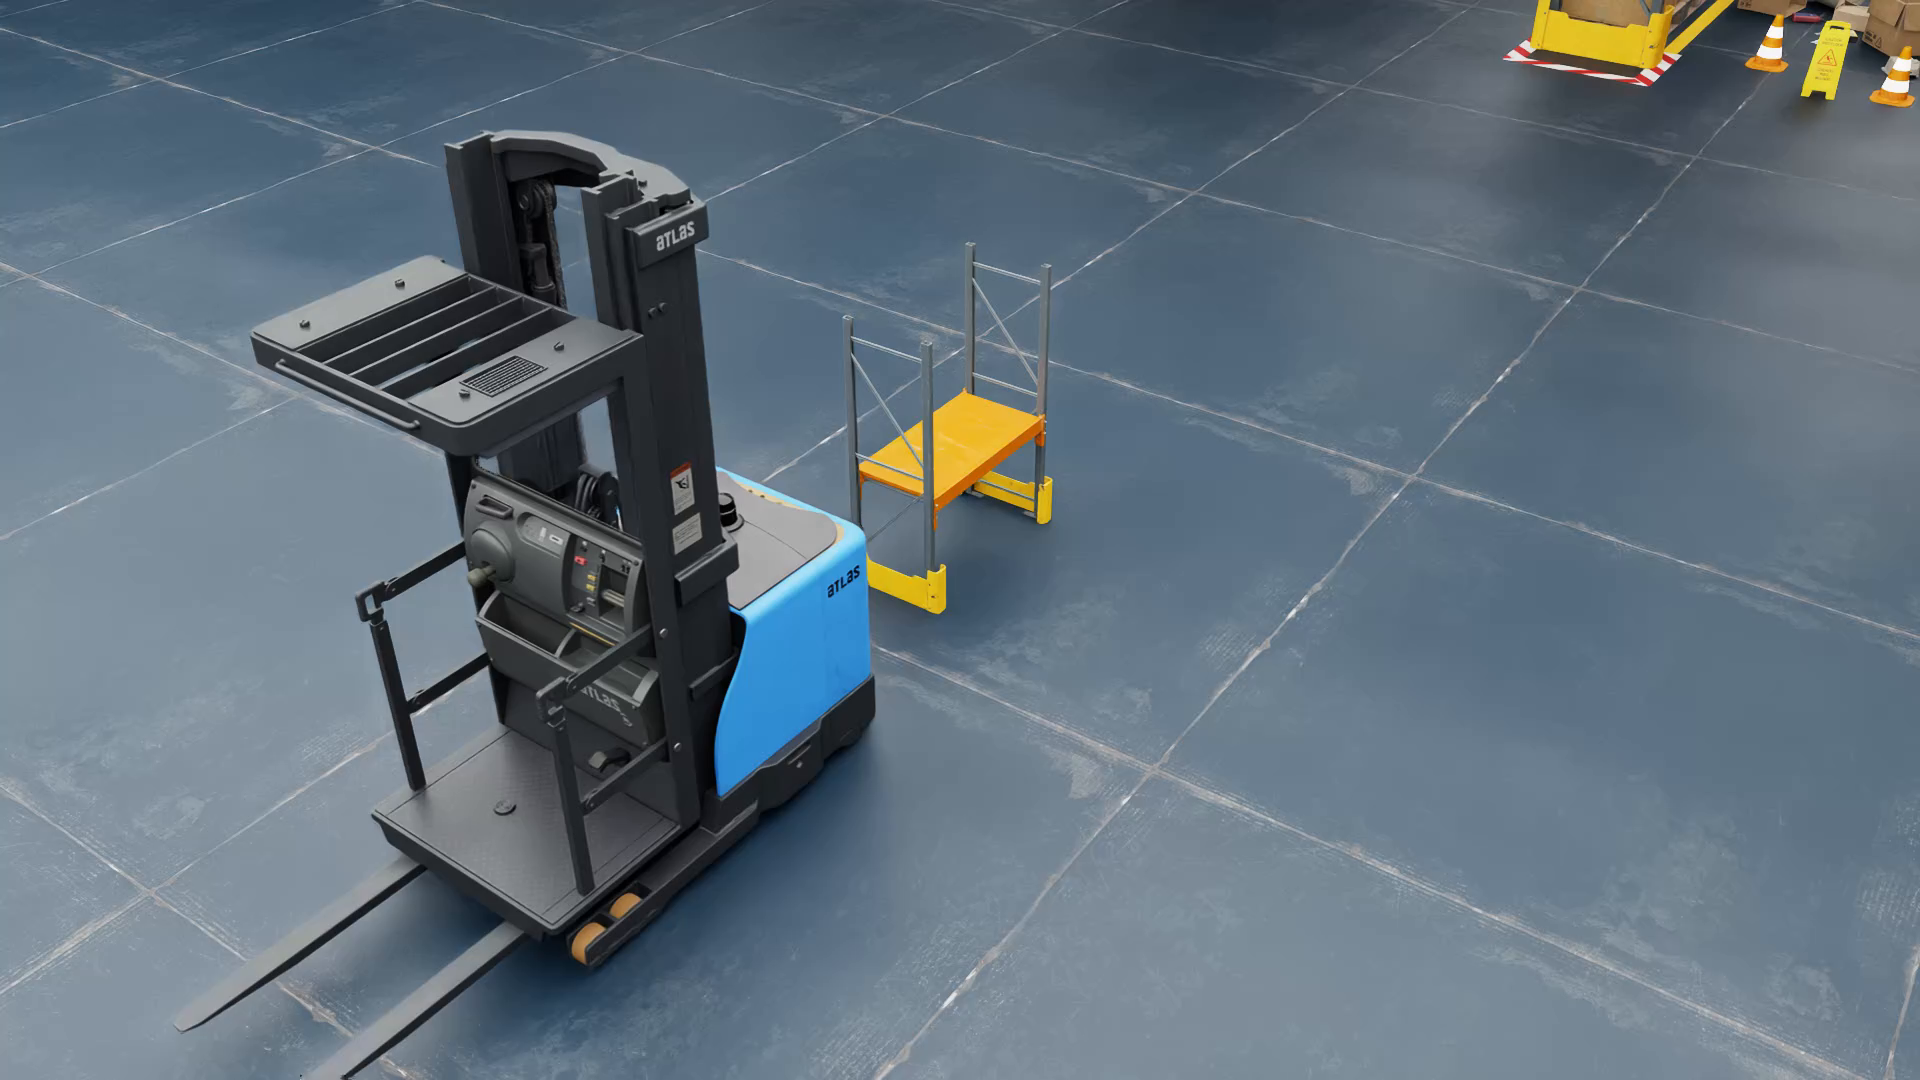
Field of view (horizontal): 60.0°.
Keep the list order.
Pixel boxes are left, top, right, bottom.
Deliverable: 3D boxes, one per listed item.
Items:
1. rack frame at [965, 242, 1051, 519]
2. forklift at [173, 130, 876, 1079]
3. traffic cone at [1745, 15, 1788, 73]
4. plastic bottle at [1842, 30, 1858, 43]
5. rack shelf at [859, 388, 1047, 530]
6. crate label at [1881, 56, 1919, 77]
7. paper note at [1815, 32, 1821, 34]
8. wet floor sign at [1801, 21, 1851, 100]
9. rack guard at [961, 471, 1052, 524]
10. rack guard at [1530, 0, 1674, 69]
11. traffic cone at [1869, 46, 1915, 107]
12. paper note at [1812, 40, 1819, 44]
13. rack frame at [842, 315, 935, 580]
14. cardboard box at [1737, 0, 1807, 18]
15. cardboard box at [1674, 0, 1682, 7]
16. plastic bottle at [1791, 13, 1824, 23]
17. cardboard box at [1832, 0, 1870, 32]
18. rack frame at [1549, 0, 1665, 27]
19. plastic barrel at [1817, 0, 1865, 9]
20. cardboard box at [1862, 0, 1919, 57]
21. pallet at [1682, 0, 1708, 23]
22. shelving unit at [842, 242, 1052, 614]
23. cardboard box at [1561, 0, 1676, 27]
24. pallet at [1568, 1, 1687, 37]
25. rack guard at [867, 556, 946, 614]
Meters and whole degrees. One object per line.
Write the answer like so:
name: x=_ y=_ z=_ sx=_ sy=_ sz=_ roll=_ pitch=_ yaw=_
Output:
rack frame: x=0.241 y=-0.816 z=8.793 sx=0.500 sy=1.500 sz=0.032 roll=21 pitch=39 yaw=28
forklift: x=-1.661 y=0.133 z=6.113 sx=1.130 sy=2.935 sz=3.031 roll=22 pitch=40 yaw=29
traffic cone: x=7.489 y=-4.596 z=15.309 sx=0.336 sy=0.463 sz=0.334 roll=21 pitch=39 yaw=28
plastic bottle: x=8.595 y=-4.889 z=16.100 sx=0.133 sy=0.061 sz=0.283 roll=8 pitch=35 yaw=12
rack shelf: x=-0.049 y=-0.433 z=8.548 sx=0.538 sy=0.185 sz=1.000 roll=21 pitch=39 yaw=28
crate label: x=8.621 y=-4.325 z=15.200 sx=0.250 sy=0.136 sz=0.298 roll=3 pitch=34 yaw=4
paper note: x=8.400 y=-4.948 z=16.233 sx=0.123 sy=0.001 sz=0.032 roll=-15 pitch=37 yaw=-21
wet floor sign: x=7.630 y=-4.235 z=14.612 sx=0.267 sy=0.644 sz=0.232 roll=14 pitch=37 yaw=20
rack guard: x=0.240 y=-0.298 z=9.143 sx=0.587 sy=0.250 sz=0.087 roll=21 pitch=39 yaw=28
rack guard: x=6.006 y=-4.810 z=15.592 sx=1.175 sy=0.500 sz=0.348 roll=21 pitch=39 yaw=28
traffic cone: x=8.223 y=-4.079 z=14.544 sx=0.336 sy=0.463 sz=0.334 roll=21 pitch=39 yaw=28
paper note: x=8.285 y=-4.786 z=15.977 sx=0.142 sy=0.017 sz=0.144 roll=-22 pitch=40 yaw=-29
rack frame: x=-0.338 y=-0.348 z=8.101 sx=0.500 sy=1.500 sz=0.032 roll=21 pitch=39 yaw=28
cardboard box: x=8.258 y=-5.620 z=16.788 sx=0.500 sy=0.500 sz=0.500 roll=29 pitch=44 yaw=36
cardboard box: x=6.852 y=-5.889 z=16.478 sx=0.875 sy=0.875 sz=0.875 roll=21 pitch=39 yaw=27
plastic bottle: x=8.443 y=-5.197 z=16.556 sx=0.283 sy=0.061 sz=0.133 roll=8 pitch=35 yaw=12
cardboard box: x=8.833 y=-5.185 z=16.356 sx=0.396 sy=0.266 sz=0.258 roll=29 pitch=44 yaw=36
rack frame: x=6.019 y=-5.856 z=14.908 sx=1.000 sy=3.000 sz=0.127 roll=21 pitch=39 yaw=28
plastic barrel: x=8.914 y=-5.618 z=16.855 sx=0.421 sy=0.421 sz=0.512 roll=-9 pitch=35 yaw=-13
cardboard box: x=9.065 y=-4.905 z=15.729 sx=0.797 sy=0.503 sz=0.637 roll=-3 pitch=34 yaw=-4
pallet: x=7.107 y=-5.653 z=17.097 sx=1.003 sy=0.211 sz=1.213 roll=21 pitch=39 yaw=28
shelving unit: x=-0.043 y=-0.586 z=8.454 sx=0.587 sy=1.500 sz=1.083 roll=21 pitch=39 yaw=28
cardboard box: x=6.352 y=-5.483 z=15.878 sx=0.875 sy=0.875 sz=0.875 roll=21 pitch=40 yaw=28
pallet: x=6.411 y=-5.094 z=16.270 sx=1.003 sy=0.211 sz=1.213 roll=21 pitch=39 yaw=28
rack guard: x=-0.327 y=0.161 z=8.465 sx=0.587 sy=0.250 sz=0.087 roll=21 pitch=39 yaw=28
